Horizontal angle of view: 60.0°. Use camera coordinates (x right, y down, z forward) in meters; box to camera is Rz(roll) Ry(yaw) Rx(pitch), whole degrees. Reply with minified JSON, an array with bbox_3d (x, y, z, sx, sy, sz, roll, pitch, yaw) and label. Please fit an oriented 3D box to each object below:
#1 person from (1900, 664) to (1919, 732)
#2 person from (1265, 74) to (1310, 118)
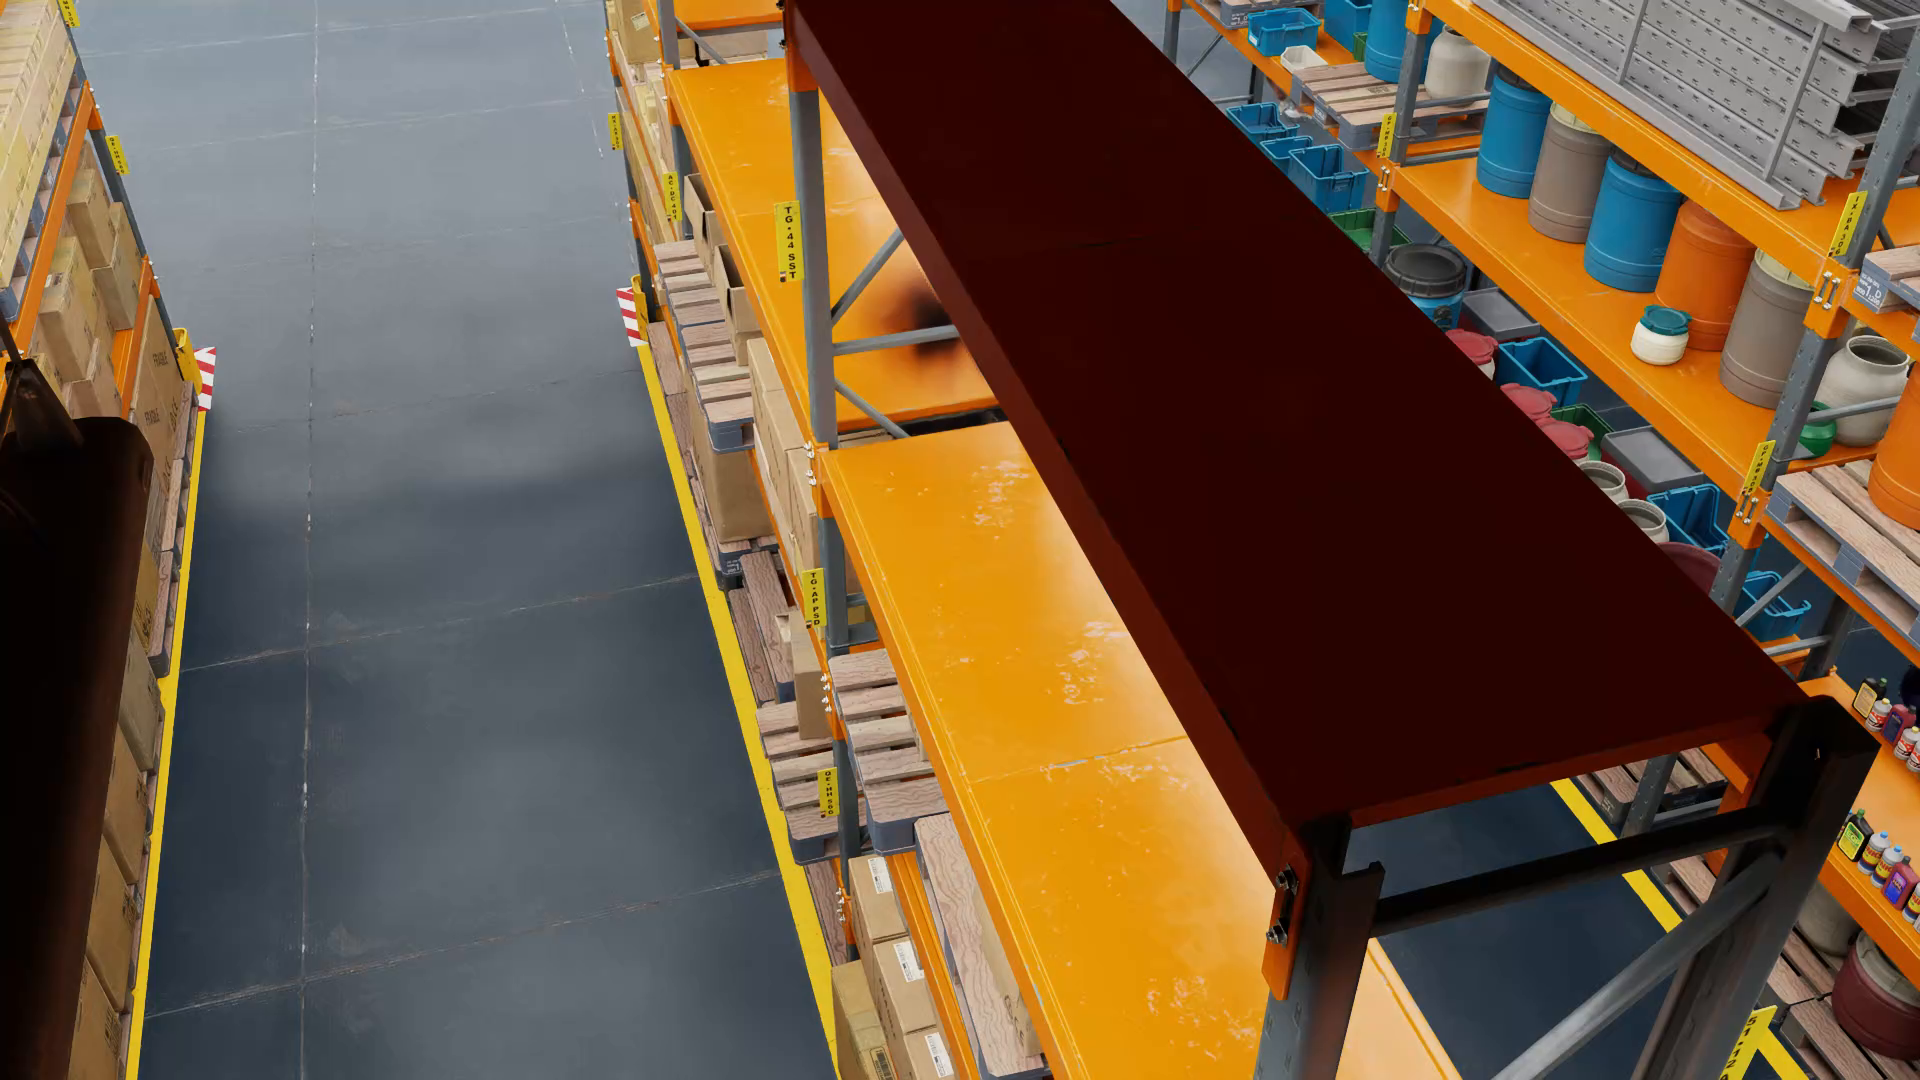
[{"bbox_3d":[6.396,0.769,10.563,0.614,1.618,0.598,-14,41,-17],"label":"person"},{"bbox_3d":[3.663,-5.450,18.352,0.644,1.647,0.551,0,38,0],"label":"person"}]
